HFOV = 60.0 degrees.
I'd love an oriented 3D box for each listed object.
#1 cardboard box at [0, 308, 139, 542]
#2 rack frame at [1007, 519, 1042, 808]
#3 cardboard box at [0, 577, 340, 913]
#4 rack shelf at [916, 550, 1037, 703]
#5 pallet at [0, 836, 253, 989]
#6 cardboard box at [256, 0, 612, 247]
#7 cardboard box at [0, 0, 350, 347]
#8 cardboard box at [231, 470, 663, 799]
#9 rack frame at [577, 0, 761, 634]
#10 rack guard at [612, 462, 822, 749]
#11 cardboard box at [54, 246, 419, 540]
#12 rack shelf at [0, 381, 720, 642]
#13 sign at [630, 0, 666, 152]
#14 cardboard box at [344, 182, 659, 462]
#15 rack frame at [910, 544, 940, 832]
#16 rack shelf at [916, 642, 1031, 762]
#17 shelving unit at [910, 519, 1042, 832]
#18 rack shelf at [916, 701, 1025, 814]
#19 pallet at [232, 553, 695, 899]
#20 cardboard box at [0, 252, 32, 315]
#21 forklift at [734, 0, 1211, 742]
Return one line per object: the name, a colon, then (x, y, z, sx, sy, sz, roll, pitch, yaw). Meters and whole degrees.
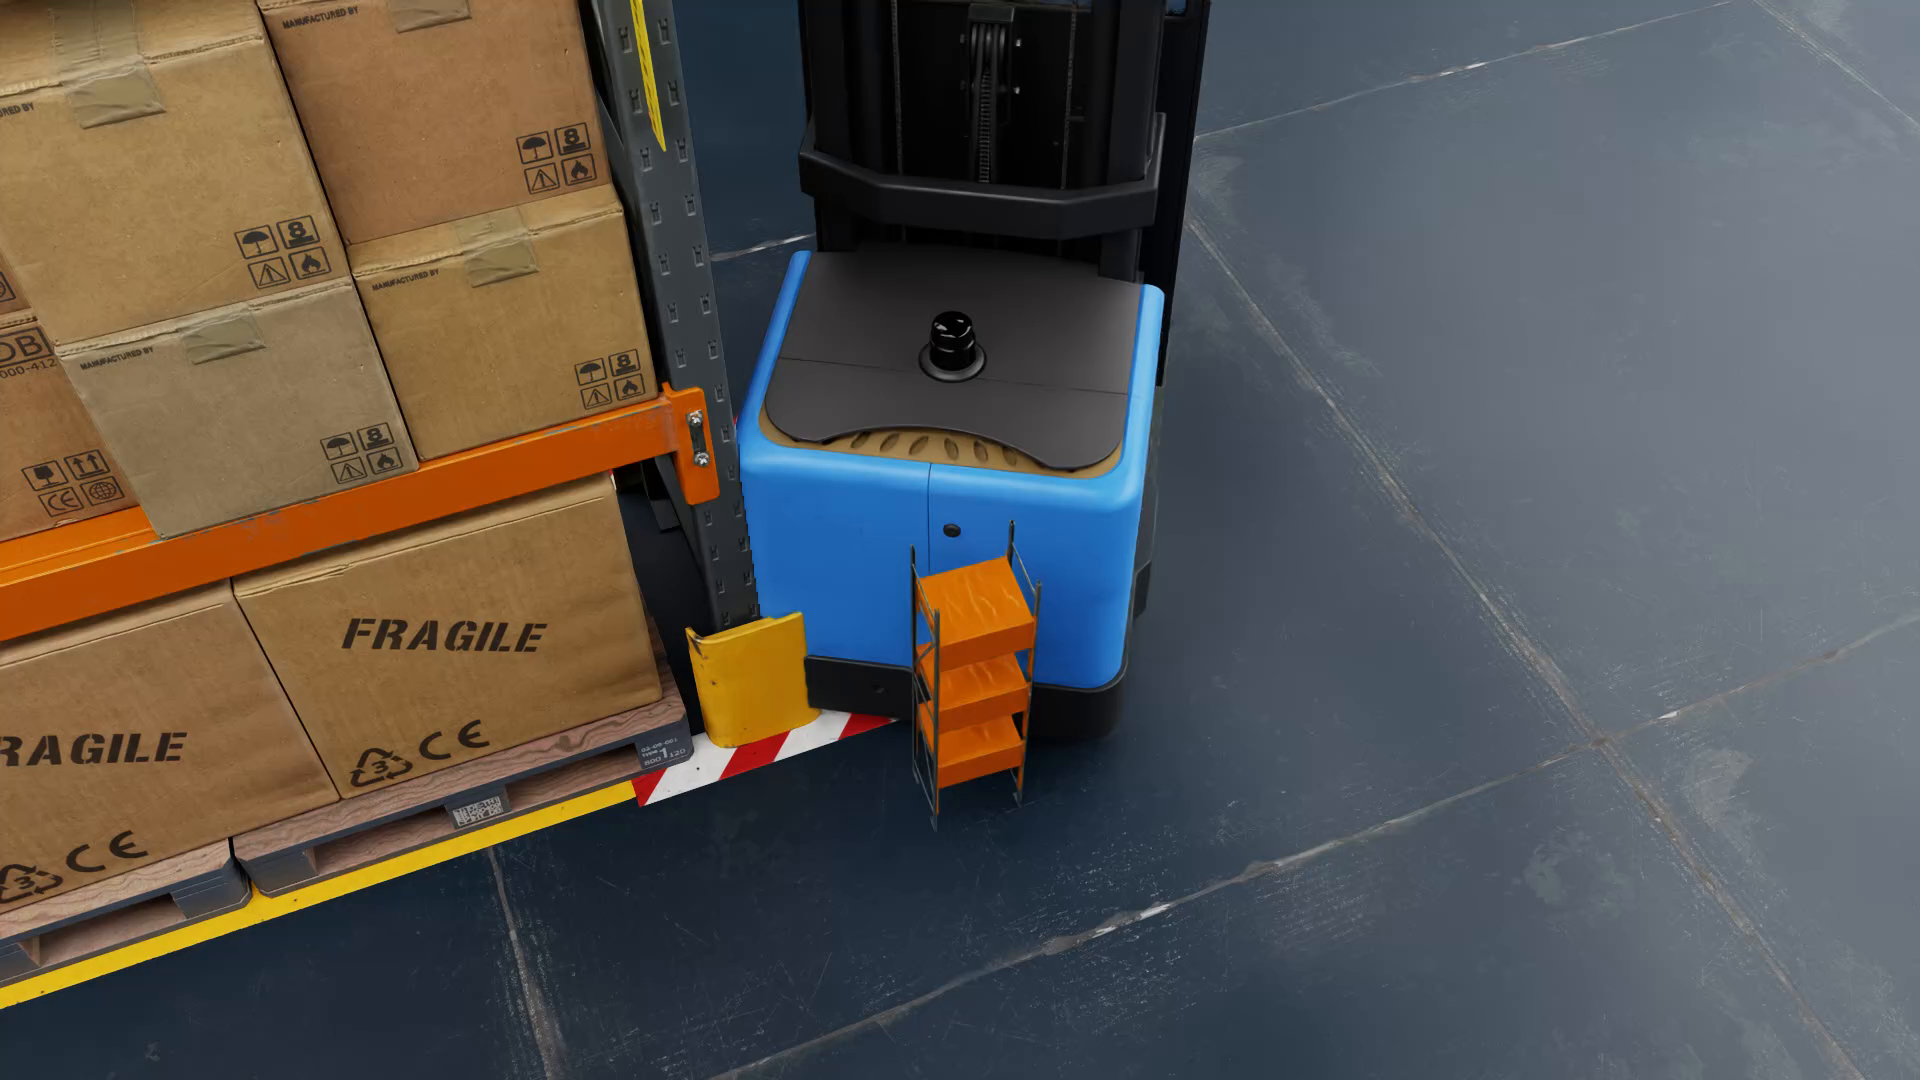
cardboard box: (-2.174, -0.485, 3.591, 0.550, 0.550, 0.875, -17, 52, -14)
rack frame: (0.142, 0.346, 4.252, 0.008, 1.050, 0.200, -14, 54, -12)
cardboard box: (-2.197, 0.230, 4.199, 0.875, 0.875, 0.875, -18, 52, -15)
rack shelf: (0.031, 0.210, 4.010, 0.240, 0.259, 0.215, -14, 54, -12)
pallet: (-2.619, 0.720, 4.493, 1.213, 0.211, 1.003, -17, 52, -14)
cardboard box: (-1.139, -1.142, 3.443, 0.550, 0.550, 0.875, -17, 52, -14)
cardboard box: (-1.613, -0.919, 3.251, 0.550, 0.550, 0.875, -17, 52, -14)
cardboard box: (-1.383, -0.024, 4.417, 0.875, 0.875, 0.875, -17, 51, -14)
rack frame: (-0.781, -0.820, 3.977, 0.127, 3.000, 1.000, -17, 52, -14)
rack guard: (-0.758, -0.013, 4.931, 0.348, 0.500, 1.175, -17, 52, -14)
cardboard box: (-1.608, -0.558, 3.653, 0.550, 0.550, 0.875, -17, 52, -14)
rack shelf: (-2.632, -0.012, 3.757, 4.000, 0.370, 1.077, -17, 52, -14)
sign: (-0.588, -0.890, 3.117, 0.005, 0.325, 0.100, -17, 52, -14)
cardboard box: (-1.107, -0.731, 3.801, 0.550, 0.550, 0.875, -17, 52, -14)
rack frame: (-0.089, 0.406, 4.202, 0.008, 1.050, 0.200, -14, 54, -12)
rack shelf: (0.026, 0.383, 4.235, 0.240, 0.259, 0.215, -14, 54, -12)
shelving unit: (0.026, 0.376, 4.227, 0.252, 1.050, 0.215, -14, 54, -12)
rack shelf: (0.021, 0.552, 4.456, 0.240, 0.259, 0.215, -14, 54, -12)
pallet: (-1.491, 0.373, 4.791, 1.213, 0.211, 1.003, -17, 52, -14)
cardboard box: (-2.183, -0.854, 3.195, 0.550, 0.550, 0.875, -17, 52, -14)
forklift: (0.149, -1.525, 4.628, 1.130, 2.935, 3.031, 7, 50, 6)
